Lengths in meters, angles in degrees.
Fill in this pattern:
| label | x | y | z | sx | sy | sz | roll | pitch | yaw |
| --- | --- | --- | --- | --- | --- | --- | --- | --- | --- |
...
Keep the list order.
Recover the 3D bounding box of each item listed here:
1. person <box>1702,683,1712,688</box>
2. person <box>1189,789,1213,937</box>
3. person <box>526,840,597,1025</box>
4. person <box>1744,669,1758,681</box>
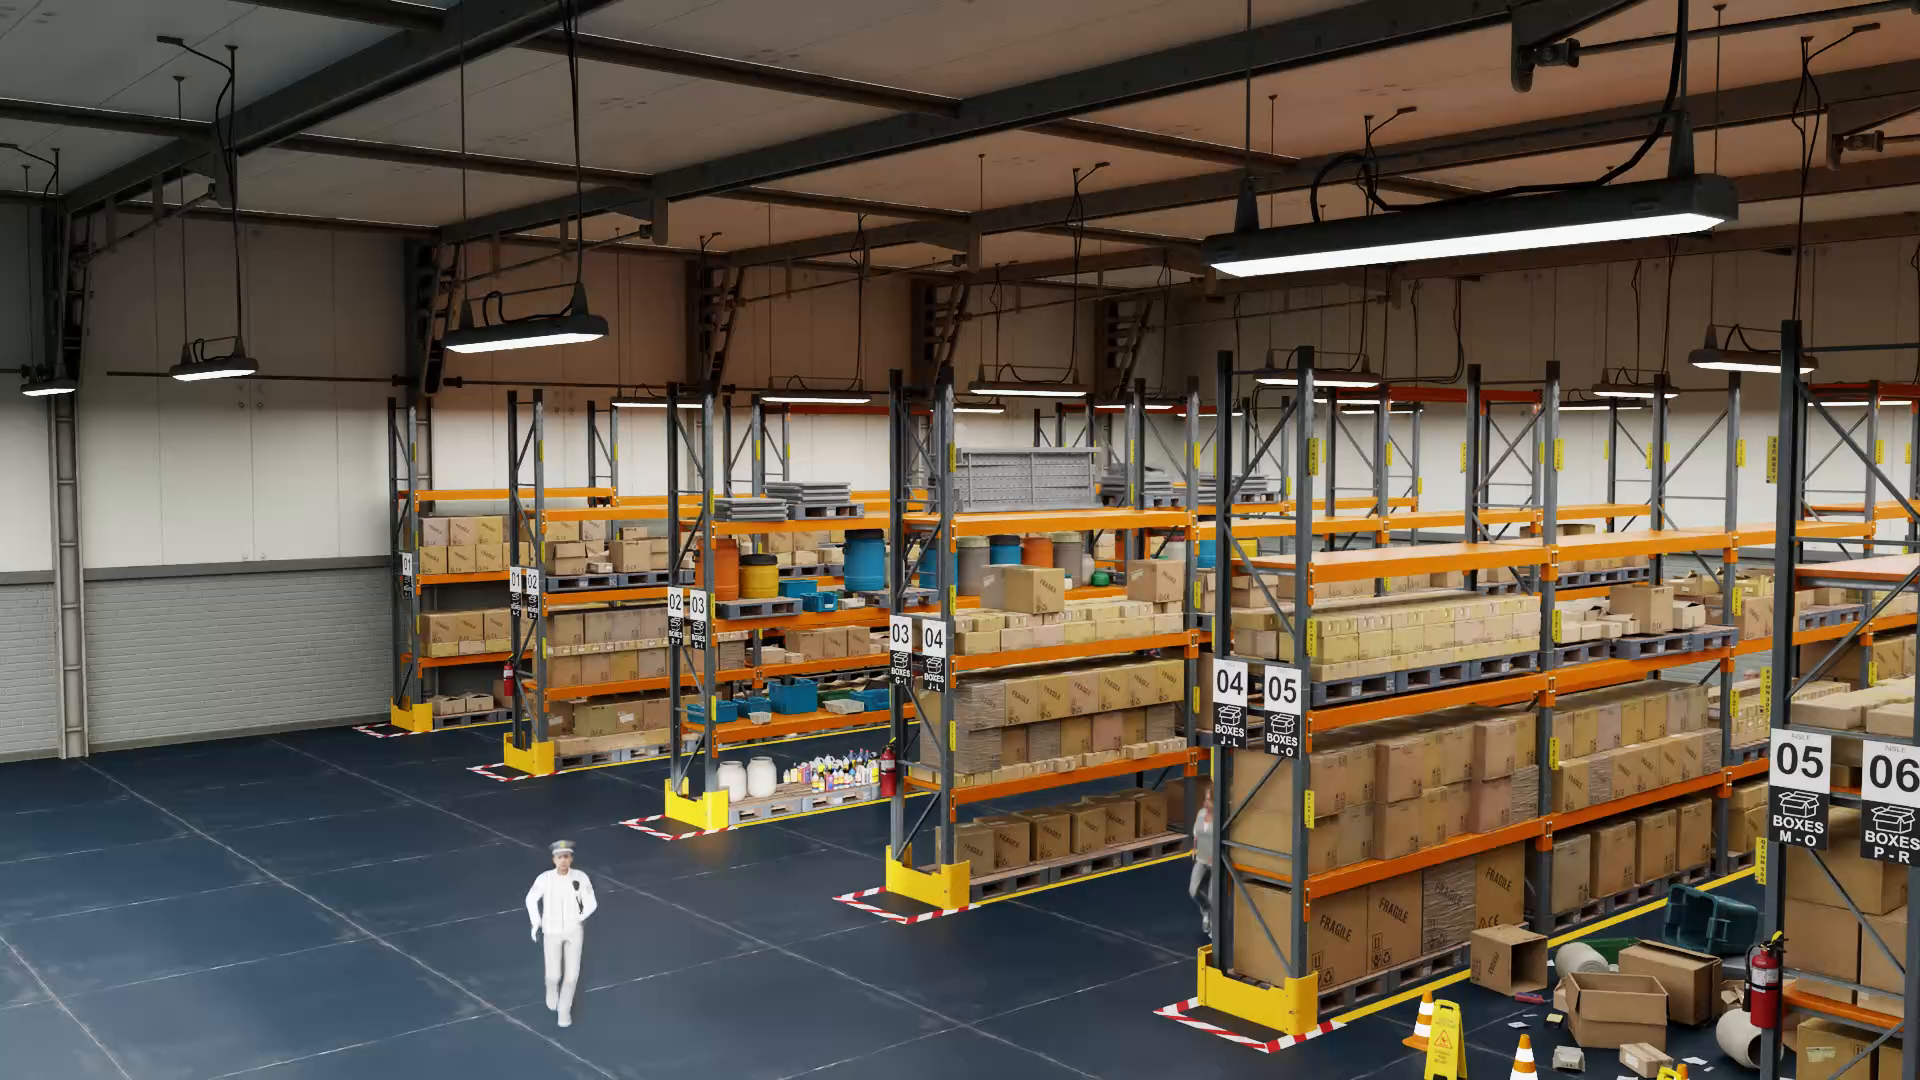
| label | x | y | z | sx | sy | sz | roll | pitch | yaw |
| --- | --- | --- | --- | --- | --- | --- | --- | --- | --- |
| person | 10.917 | 2.972 | 24.260 | 0.868 | 1.583 | 0.567 | -2 | 4 | -32 |
| person | 2.595 | 3.369 | 17.315 | 0.556 | 1.568 | 0.487 | 3 | 4 | 38 |
| person | -3.517 | 3.477 | 14.715 | 0.608 | 1.656 | 0.540 | -1 | 3 | -16 |
| person | 11.995 | 2.832 | 25.153 | 0.835 | 1.769 | 0.717 | -3 | 4 | -37 |
